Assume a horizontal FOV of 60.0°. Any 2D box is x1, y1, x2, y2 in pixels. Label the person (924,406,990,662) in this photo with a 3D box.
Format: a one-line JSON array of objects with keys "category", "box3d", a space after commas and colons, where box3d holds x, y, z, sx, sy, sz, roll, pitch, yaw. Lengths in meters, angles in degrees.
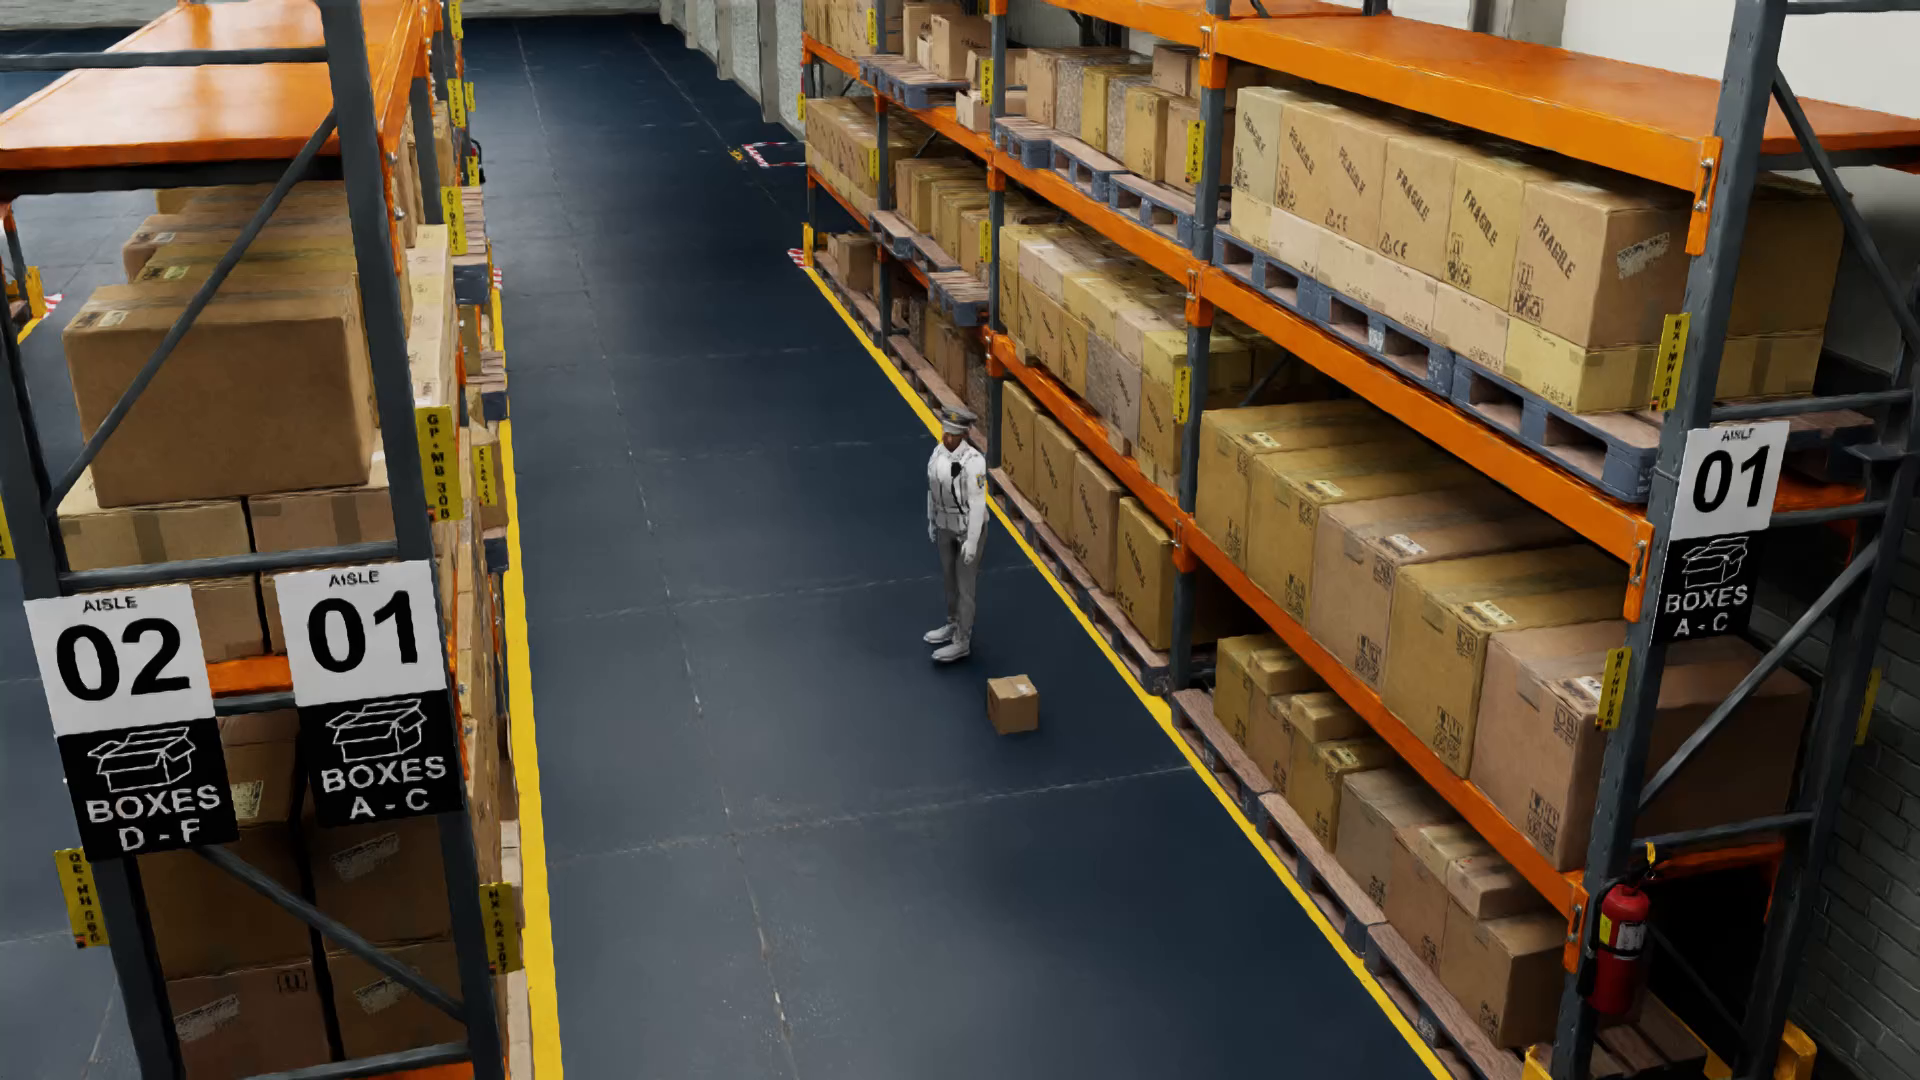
[{"category": "person", "box3d": [-0.077, -0.050, 10.688, 0.480, 1.687, 0.545, -20, 30, -39]}]
